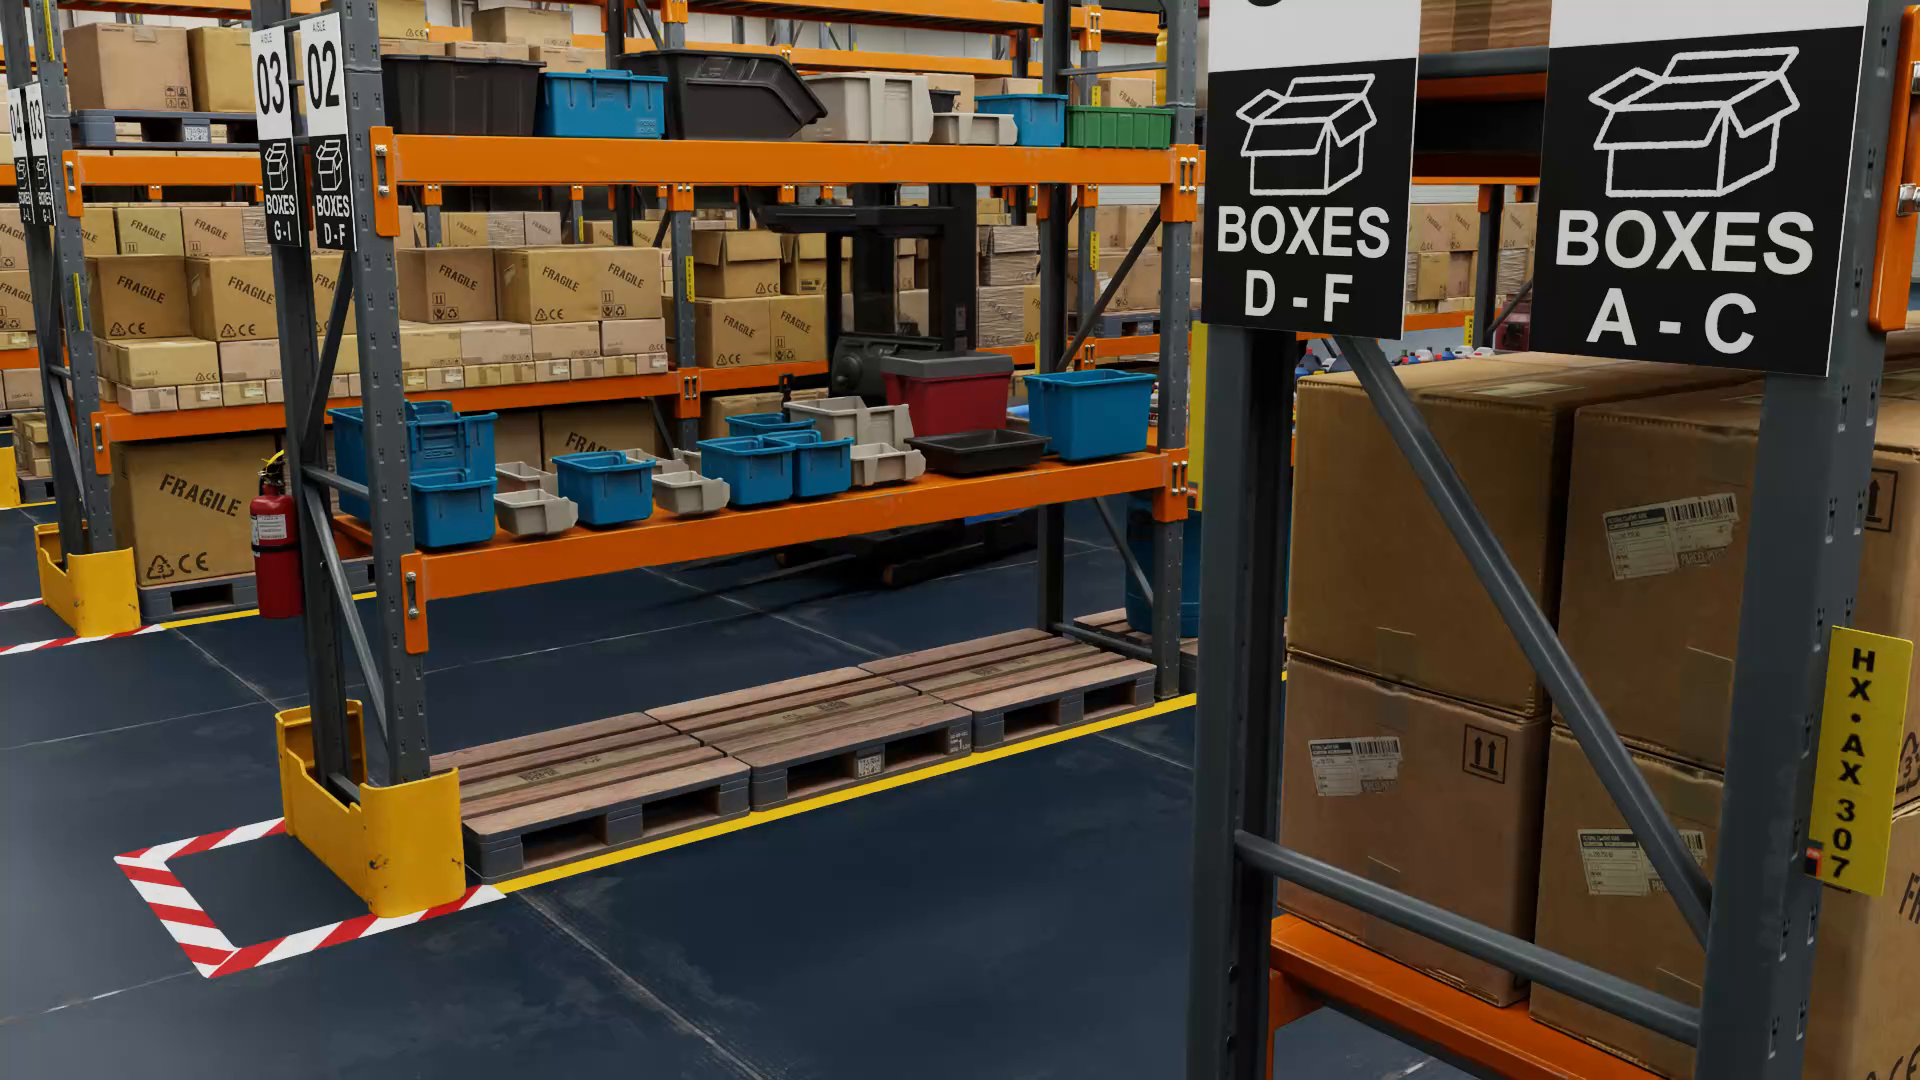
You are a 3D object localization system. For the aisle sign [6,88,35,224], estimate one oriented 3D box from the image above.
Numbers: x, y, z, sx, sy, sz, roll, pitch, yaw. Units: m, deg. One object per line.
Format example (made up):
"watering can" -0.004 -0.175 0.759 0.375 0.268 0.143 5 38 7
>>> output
"aisle sign" -5.670 -2.311 10.031 0.004 0.787 0.394 -9 15 -38

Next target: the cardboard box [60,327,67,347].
"cardboard box" -7.571 -1.749 14.251 0.250 0.149 0.380 -10 16 -39

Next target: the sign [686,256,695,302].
"sign" -1.955 -1.891 12.040 0.005 0.325 0.100 -9 15 -38

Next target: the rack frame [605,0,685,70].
"rack frame" -2.303 -4.454 11.938 0.127 3.000 1.000 -9 15 -38

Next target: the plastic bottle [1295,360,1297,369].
"plastic bottle" 2.015 -0.960 10.209 0.133 0.283 0.061 -9 15 -38

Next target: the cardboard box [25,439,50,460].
"cardboard box" -7.876 -0.800 14.312 0.250 0.149 0.380 -9 15 -35

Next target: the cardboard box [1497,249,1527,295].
"cardboard box" 5.888 -3.061 18.868 0.500 0.500 0.875 -9 15 -38

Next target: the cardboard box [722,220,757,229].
"cardboard box" -3.257 -4.337 23.862 0.500 0.500 0.500 -9 15 -36

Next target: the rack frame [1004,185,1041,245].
"rack frame" 0.925 -3.375 21.300 0.127 3.000 1.000 -9 15 -38

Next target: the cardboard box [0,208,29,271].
"cardboard box" -7.929 -2.516 13.893 0.500 0.500 0.500 -10 15 -38

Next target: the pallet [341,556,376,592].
"pallet" -3.898 0.090 11.696 1.213 0.211 1.003 -9 15 -38

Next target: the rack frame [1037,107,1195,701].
"rack frame" 0.792 -0.716 8.777 0.127 3.000 1.000 -9 15 -38

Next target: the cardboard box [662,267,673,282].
"cardboard box" -3.103 -2.812 17.527 0.250 0.149 0.380 -10 15 -38

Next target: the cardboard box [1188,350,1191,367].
"cardboard box" 2.874 -2.847 22.917 0.875 0.875 0.875 -10 15 -39

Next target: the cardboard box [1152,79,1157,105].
"cardboard box" 1.747 -3.883 15.029 0.500 0.500 0.500 -9 15 -37

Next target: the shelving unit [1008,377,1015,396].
"shelving unit" 0.271 -0.658 12.839 0.258 1.200 0.189 9 15 38

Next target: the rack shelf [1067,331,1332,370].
"rack shelf" 2.383 -1.946 16.302 4.000 0.370 1.077 -9 15 -38

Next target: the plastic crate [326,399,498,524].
"plastic crate" -2.187 -0.317 6.670 0.499 0.435 0.616 -9 15 -38

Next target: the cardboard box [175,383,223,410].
"cardboard box" -4.743 -0.903 10.265 0.250 0.149 0.380 -10 15 -38

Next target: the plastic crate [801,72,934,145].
"plastic crate" -0.408 -1.843 7.152 0.530 0.282 0.437 -9 15 -38

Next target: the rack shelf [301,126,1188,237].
"rack shelf" -0.770 -1.572 7.318 4.000 0.370 1.077 -9 15 -38

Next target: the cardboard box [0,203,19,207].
"cardboard box" -10.366 -3.604 18.171 0.250 0.149 0.380 -9 15 -37

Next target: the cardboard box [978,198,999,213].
"cardboard box" 0.215 -5.201 26.536 0.500 0.500 0.700 -9 15 -37

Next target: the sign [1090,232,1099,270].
"sign" 1.170 -2.515 14.463 0.005 0.325 0.100 -9 15 -38

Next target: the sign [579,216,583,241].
"sign" -5.021 -4.122 22.032 0.005 0.325 0.100 -9 15 -38

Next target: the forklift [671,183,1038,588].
"forklift" -0.649 -1.228 11.356 1.130 2.935 3.031 9 15 38

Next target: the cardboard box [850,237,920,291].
"cardboard box" -0.790 -2.313 13.645 0.637 0.503 0.797 -9 15 -36

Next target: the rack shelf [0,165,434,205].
"rack shelf" -6.884 -3.192 14.952 4.000 0.370 1.077 -9 15 -38

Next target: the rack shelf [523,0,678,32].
"rack shelf" -3.864 -3.647 10.832 4.000 0.370 1.077 -9 15 -38

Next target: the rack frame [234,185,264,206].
"rack frame" -8.493 -3.126 20.130 0.127 3.000 1.000 -9 15 -38

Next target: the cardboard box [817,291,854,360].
"cardboard box" -1.004 -1.717 13.254 0.500 0.500 0.500 -10 15 -39

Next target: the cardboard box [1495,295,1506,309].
"cardboard box" 5.869 -2.671 18.591 0.250 0.149 0.380 -9 15 -38

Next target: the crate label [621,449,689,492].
"crate label" -1.371 -0.308 7.346 0.243 0.136 0.396 -9 15 -38

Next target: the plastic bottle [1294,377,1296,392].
"plastic bottle" 1.955 -0.899 9.950 0.097 0.271 0.097 0 12 0

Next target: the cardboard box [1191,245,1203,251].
"cardboard box" 2.855 -3.784 22.868 0.550 0.550 0.875 -9 15 -38

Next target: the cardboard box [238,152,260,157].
"cardboard box" -6.330 -3.494 15.002 0.500 0.250 0.500 -10 15 -38

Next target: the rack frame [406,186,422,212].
"rack frame" -8.474 -4.450 26.364 0.127 3.000 1.000 -9 15 -38

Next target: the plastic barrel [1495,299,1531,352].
"plastic barrel" 4.088 -1.411 11.723 0.708 0.536 0.600 -9 15 -38

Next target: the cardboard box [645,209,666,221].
"cardboard box" -4.269 -4.621 23.637 0.250 0.149 0.380 -10 16 -40

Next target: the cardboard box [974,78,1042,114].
"cardboard box" 0.390 -3.670 14.211 0.637 0.503 0.797 -8 15 -34

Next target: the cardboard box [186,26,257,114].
"cardboard box" -4.539 -2.900 10.351 0.500 0.500 0.700 -10 16 -40

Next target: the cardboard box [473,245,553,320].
"cardboard box" -3.226 -1.875 12.075 0.500 0.500 0.500 -9 15 -38

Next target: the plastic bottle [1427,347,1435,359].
"plastic bottle" 3.090 -1.139 11.050 0.133 0.283 0.061 -9 15 -38

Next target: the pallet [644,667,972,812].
"pallet" -0.712 0.909 7.839 1.213 0.211 1.003 -9 15 -38

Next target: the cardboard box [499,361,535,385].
"cardboard box" -3.139 -1.170 11.521 0.250 0.149 0.380 -9 15 -37

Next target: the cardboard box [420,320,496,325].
"cardboard box" -3.625 -1.441 11.837 0.500 0.250 0.500 -9 15 -36

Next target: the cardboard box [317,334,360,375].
"cardboard box" -4.086 -1.224 10.815 0.500 0.250 0.500 -10 16 -40

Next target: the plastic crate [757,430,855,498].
"plastic crate" -0.671 -0.333 7.232 0.300 0.233 0.416 -9 15 -38

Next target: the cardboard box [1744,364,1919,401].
"cardboard box" 1.674 -0.015 2.828 0.500 0.500 0.500 -9 15 -37

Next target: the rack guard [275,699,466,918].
"rack guard" -2.342 1.031 6.568 0.348 0.500 1.175 -9 15 -38
